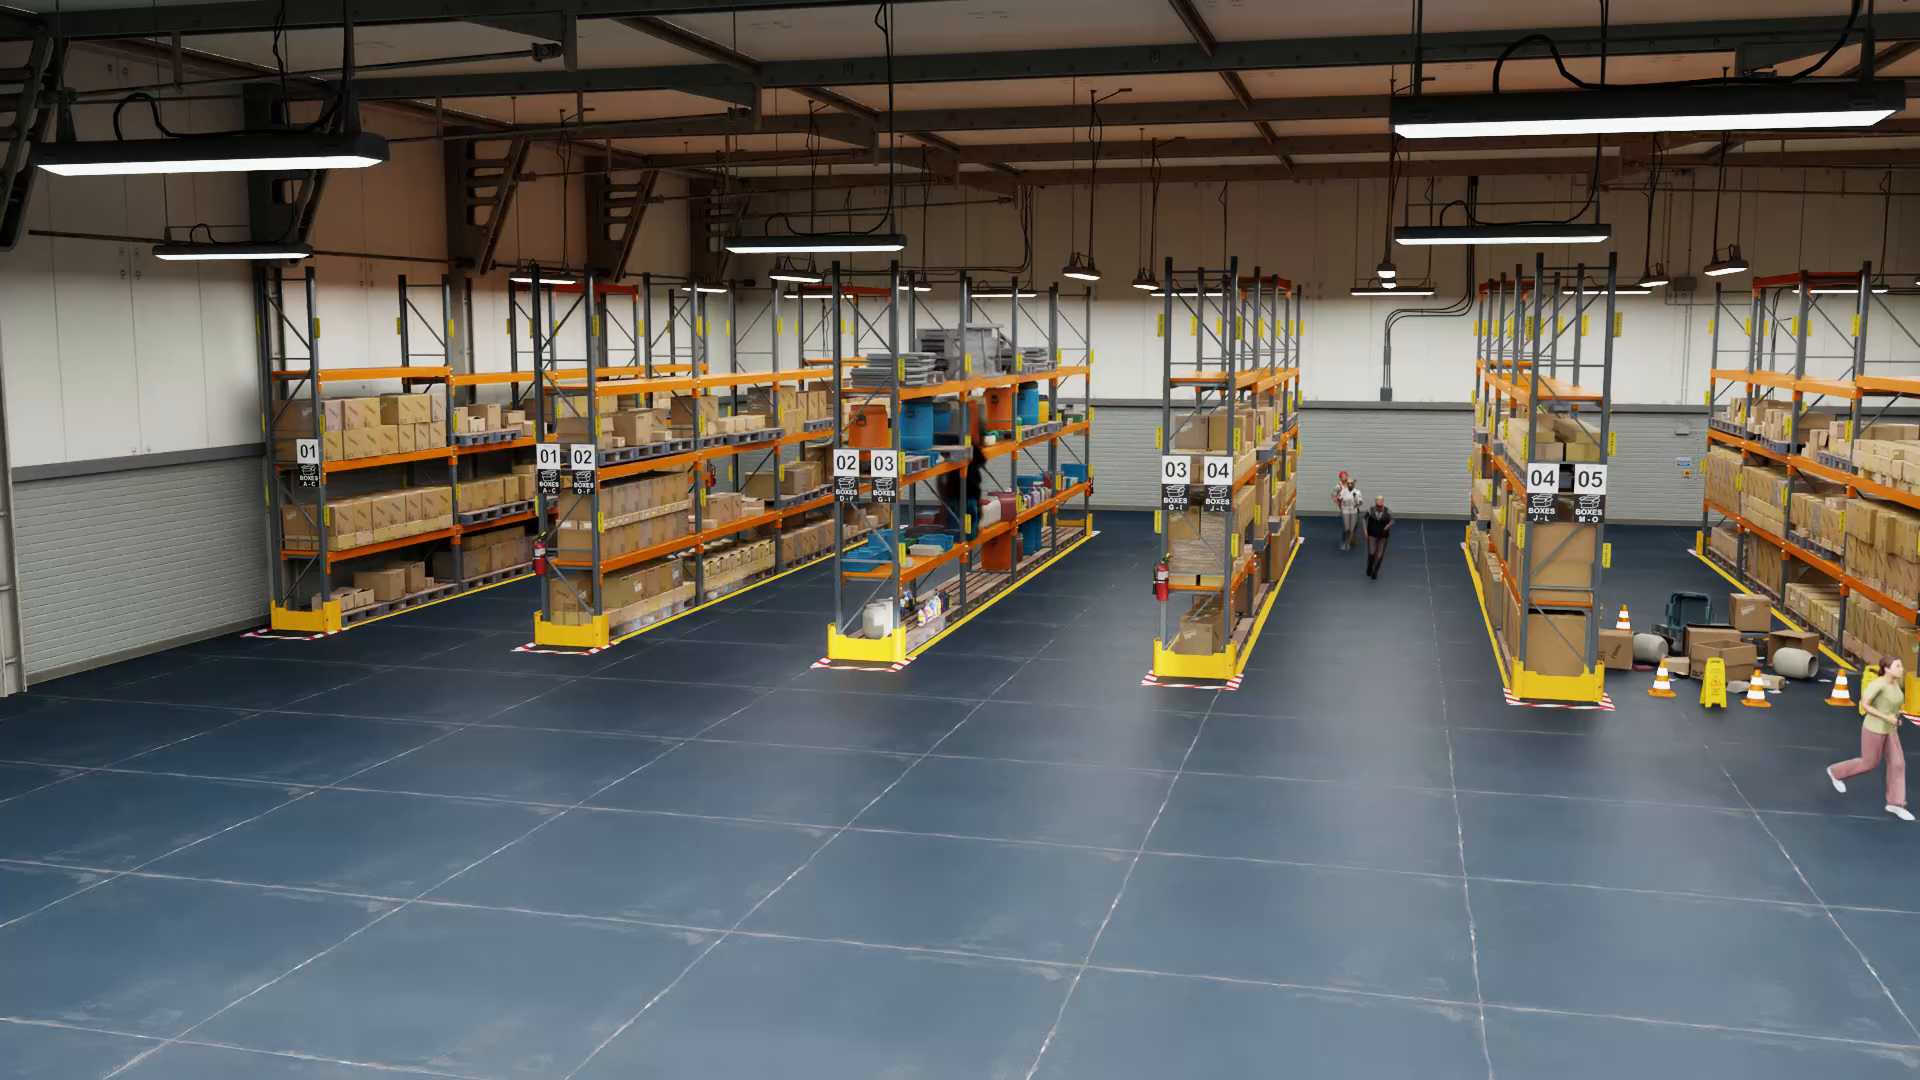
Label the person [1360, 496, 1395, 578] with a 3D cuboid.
[{"bbox_3d":[8.361,-0.054,33.279,0.660,1.678,0.625,1,7,7],"label":"person"}]

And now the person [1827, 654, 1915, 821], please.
[{"bbox_3d":[9.549,1.994,17.320,0.600,1.664,0.986,-4,8,-30],"label":"person"}]

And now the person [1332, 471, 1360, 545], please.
[{"bbox_3d":[8.968,-0.746,38.575,0.704,1.730,0.562,-1,7,-6],"label":"person"}]

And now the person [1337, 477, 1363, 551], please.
[{"bbox_3d":[8.802,-0.583,37.522,0.553,1.691,0.645,1,7,10],"label":"person"}]
